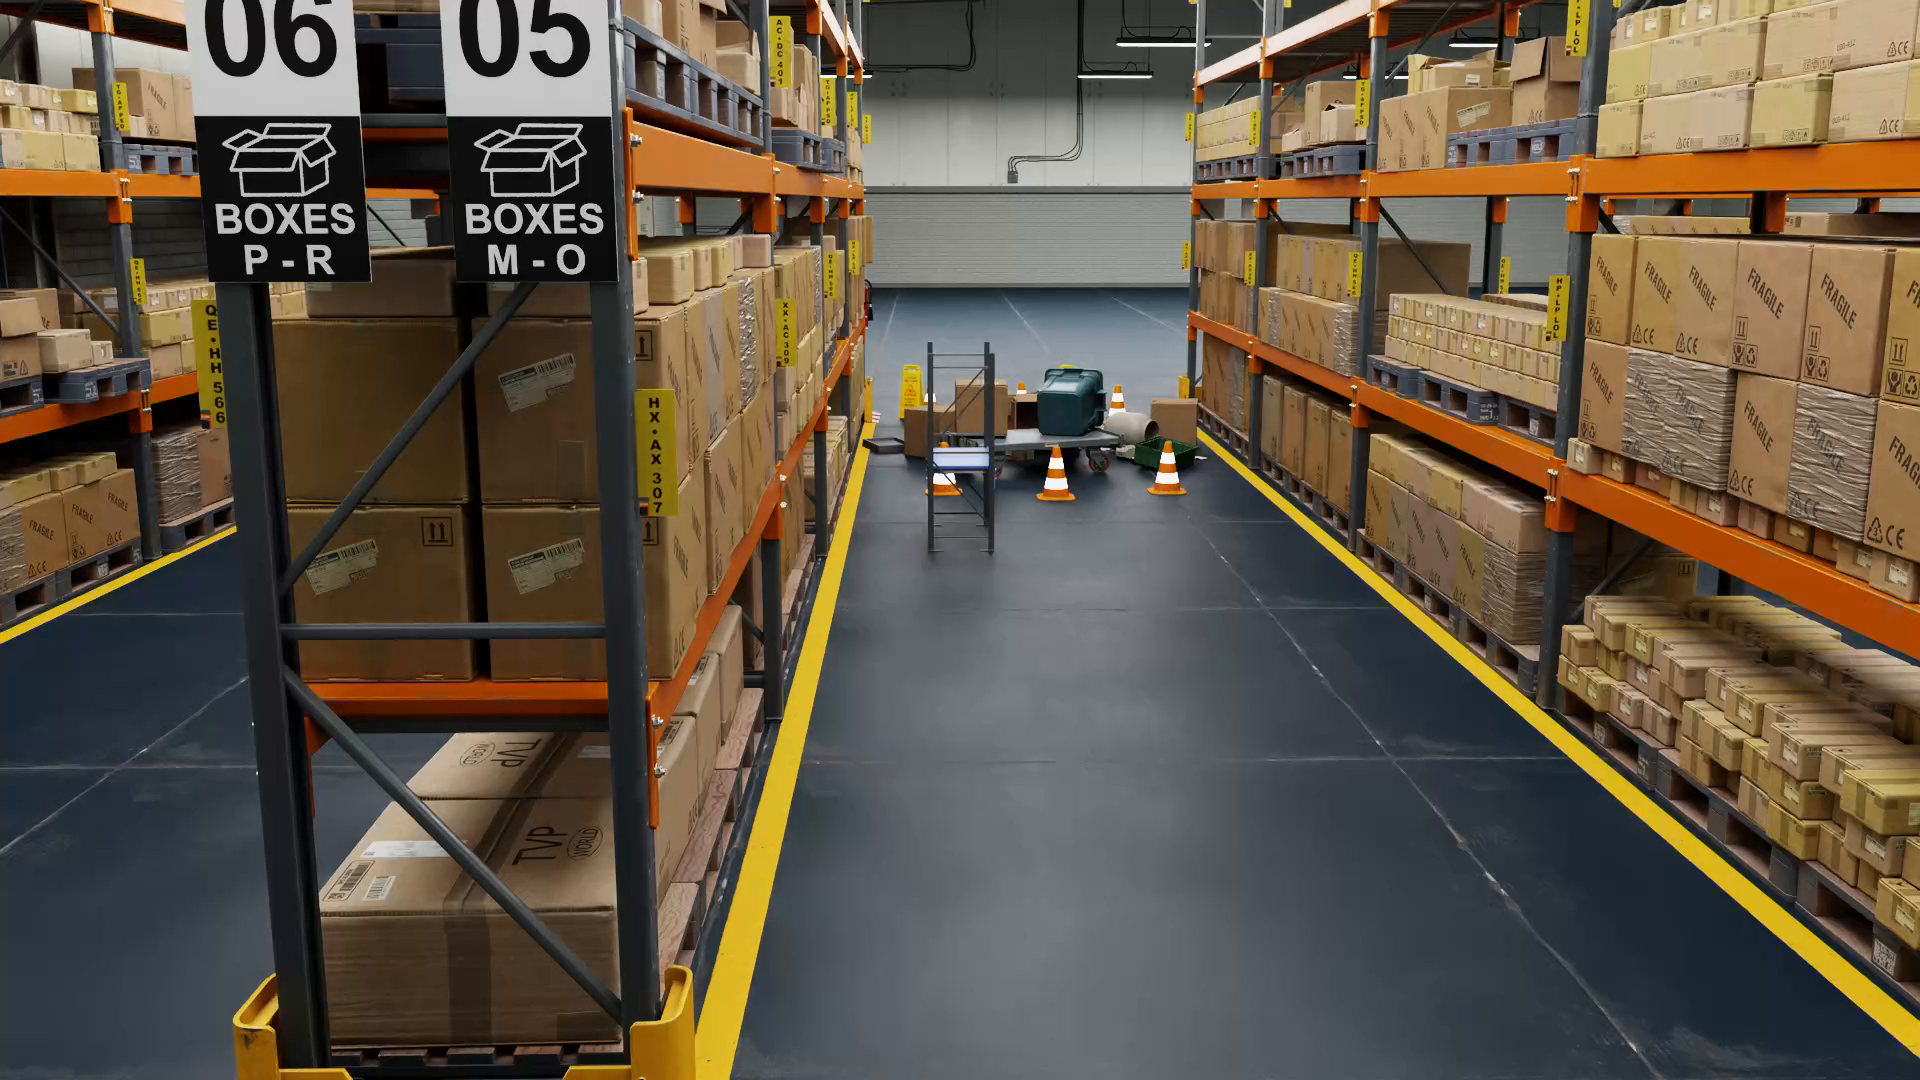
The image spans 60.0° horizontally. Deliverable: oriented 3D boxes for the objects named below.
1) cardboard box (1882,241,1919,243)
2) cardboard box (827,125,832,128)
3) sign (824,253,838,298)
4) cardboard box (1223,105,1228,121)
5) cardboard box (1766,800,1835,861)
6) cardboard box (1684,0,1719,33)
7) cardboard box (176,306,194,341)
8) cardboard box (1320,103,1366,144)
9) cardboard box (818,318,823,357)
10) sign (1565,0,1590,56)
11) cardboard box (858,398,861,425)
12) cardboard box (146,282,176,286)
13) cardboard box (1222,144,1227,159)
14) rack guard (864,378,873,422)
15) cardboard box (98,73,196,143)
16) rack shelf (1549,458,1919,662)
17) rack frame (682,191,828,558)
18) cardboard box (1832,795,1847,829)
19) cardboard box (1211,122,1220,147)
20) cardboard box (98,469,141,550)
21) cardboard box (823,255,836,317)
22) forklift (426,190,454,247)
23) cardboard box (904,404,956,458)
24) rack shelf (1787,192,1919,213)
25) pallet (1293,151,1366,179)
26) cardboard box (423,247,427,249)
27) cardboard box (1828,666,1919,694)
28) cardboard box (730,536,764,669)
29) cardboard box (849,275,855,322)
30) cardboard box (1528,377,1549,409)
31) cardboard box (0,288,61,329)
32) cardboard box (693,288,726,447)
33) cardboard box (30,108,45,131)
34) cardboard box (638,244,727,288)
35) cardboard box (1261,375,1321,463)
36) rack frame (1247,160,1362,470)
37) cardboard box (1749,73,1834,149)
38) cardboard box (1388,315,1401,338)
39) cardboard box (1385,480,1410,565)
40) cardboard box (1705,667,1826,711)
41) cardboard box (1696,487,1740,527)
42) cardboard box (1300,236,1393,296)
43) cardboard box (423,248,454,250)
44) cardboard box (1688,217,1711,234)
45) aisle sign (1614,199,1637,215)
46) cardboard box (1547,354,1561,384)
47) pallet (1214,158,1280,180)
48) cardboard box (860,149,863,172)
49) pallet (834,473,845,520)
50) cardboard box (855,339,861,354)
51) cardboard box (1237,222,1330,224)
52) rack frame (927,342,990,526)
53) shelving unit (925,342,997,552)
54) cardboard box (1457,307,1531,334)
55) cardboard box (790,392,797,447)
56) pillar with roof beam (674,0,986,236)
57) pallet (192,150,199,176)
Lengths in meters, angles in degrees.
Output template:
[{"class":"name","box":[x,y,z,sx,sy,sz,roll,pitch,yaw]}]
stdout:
[{"class":"cardboard box","box":[3.859,-0.877,6.323,0.500,0.500,0.500,-1,11,-3]},{"class":"cardboard box","box":[-1.434,-3.874,15.131,0.500,0.250,0.500,0,11,0]},{"class":"sign","box":[-0.936,-1.917,12.051,0.100,0.325,0.005,0,11,-1]},{"class":"cardboard box","box":[3.016,-4.548,17.706,0.380,0.149,0.250,0,11,0]},{"class":"cardboard box","box":[3.290,1.088,6.267,0.380,0.149,0.250,-1,11,-4]},{"class":"cardboard box","box":[3.297,-2.214,7.002,0.380,0.149,0.250,-1,11,-3]},{"class":"cardboard box","box":[-6.227,-1.686,12.943,0.500,0.250,0.500,0,11,1]},{"class":"cardboard box","box":[3.135,-3.275,13.028,0.500,0.311,0.500,0,11,-1]},{"class":"cardboard box","box":[-1.226,-1.423,11.648,0.500,0.250,0.500,0,11,-1]},{"class":"sign","box":[2.984,-2.505,8.028,0.100,0.325,0.005,0,11,-1]},{"class":"cardboard box","box":[-1.351,-1.428,18.415,0.500,0.250,0.500,-1,11,-3]},{"class":"cardboard box","box":[-6.713,-2.061,13.792,0.380,0.149,0.250,0,11,0]},{"class":"cardboard box","box":[3.014,-4.158,17.791,0.380,0.149,0.250,0,11,-1]},{"class":"rack guard","box":[-1.654,-1.697,20.165,1.175,0.500,0.348,0,11,-1]},{"class":"cardboard box","box":[-6.335,-3.344,12.895,0.700,0.500,0.500,0,11,-2]},{"class":"rack shelf","box":[3.581,0.158,6.544,1.077,0.370,4.000,0,11,-1]},{"class":"rack frame","box":[-1.490,-1.347,12.152,1.000,3.000,0.127,0,11,-1]},{"class":"cardboard box","box":[3.410,0.988,6.011,0.380,0.149,0.250,0,11,-2]},{"class":"cardboard box","box":[3.067,-4.476,18.355,0.500,0.250,0.500,0,11,-2]},{"class":"cardboard box","box":[-6.229,-0.223,11.845,0.500,0.500,0.500,0,11,0]},{"class":"cardboard box","box":[-1.306,-2.146,14.037,0.500,0.500,0.500,-1,11,-3]},{"class":"forklift","box":[-3.632,-1.540,13.279,1.130,2.935,3.031,-3,12,-17]},{"class":"cardboard box","box":[-0.235,-1.136,17.397,0.500,0.500,0.500,9,15,38]},{"class":"rack shelf","box":[8.376,-2.902,14.086,1.077,0.370,4.000,0,11,-1]},{"class":"pallet","box":[3.364,-3.115,13.797,1.003,0.211,1.213,0,11,1]},{"class":"cardboard box","box":[-6.364,-3.309,19.195,0.380,0.149,0.250,0,11,-1]},{"class":"cardboard box","box":[3.907,0.637,6.995,0.380,0.149,0.250,-1,11,-3]},{"class":"cardboard box","box":[-1.501,0.161,9.008,0.875,0.875,0.875,0,11,1]},{"class":"cardboard box","box":[-1.303,-2.425,16.469,0.500,0.500,0.500,0,11,-1]},{"class":"cardboard box","box":[3.327,-0.804,9.055,0.380,0.149,0.250,0,11,-1]},{"class":"cardboard box","box":[-6.599,-1.477,11.489,0.500,0.500,0.500,0,11,2]},{"class":"cardboard box","box":[-1.086,-0.597,5.690,0.500,0.500,0.500,0,11,-2]},{"class":"cardboard box","box":[-6.239,-2.744,10.870,0.380,0.149,0.250,0,11,0]},{"class":"cardboard box","box":[-1.046,-0.993,6.013,0.380,0.149,0.250,-1,11,-3]},{"class":"cardboard box","box":[3.477,-1.162,15.846,1.050,0.750,0.750,0,11,-1]},{"class":"rack frame","box":[3.374,-2.182,16.271,1.000,3.000,0.127,0,11,-1]},{"class":"cardboard box","box":[3.303,-1.588,6.176,0.500,0.250,0.500,0,11,1]},{"class":"cardboard box","box":[3.266,-1.519,11.827,0.380,0.149,0.250,0,11,1]},{"class":"cardboard box","box":[3.230,-0.126,11.367,0.500,0.500,0.500,0,11,0]},{"class":"cardboard box","box":[3.380,0.639,6.984,0.380,0.149,0.250,-1,11,-4]},{"class":"cardboard box","box":[3.294,-0.149,6.883,0.380,0.149,0.250,0,11,1]},{"class":"cardboard box","box":[3.413,-2.420,14.676,0.700,0.500,0.500,0,11,-1]},{"class":"cardboard box","box":[-1.550,-0.888,5.492,0.380,0.149,0.250,0,11,-2]},{"class":"cardboard box","box":[8.029,-3.154,17.548,0.500,0.500,0.500,0,11,-1]},{"class":"aisle sign","box":[7.951,-4.263,19.988,0.394,0.787,0.004,0,11,-1]},{"class":"cardboard box","box":[3.334,-0.899,8.772,0.380,0.149,0.250,0,11,1]},{"class":"pallet","box":[3.345,-4.013,17.975,1.003,0.211,1.213,0,11,-1]},{"class":"cardboard box","box":[-1.376,-4.379,19.182,0.500,0.250,0.500,0,11,-2]},{"class":"pallet","box":[-1.527,-0.377,14.387,1.003,0.211,1.213,0,11,-1]},{"class":"cardboard box","box":[-1.298,-2.147,18.441,0.380,0.149,0.250,0,11,1]},{"class":"cardboard box","box":[3.399,-3.075,17.579,0.875,0.550,0.550,0,11,-1]},{"class":"rack frame","box":[-0.012,-0.853,13.492,0.500,1.500,0.032,0,11,-1]},{"class":"shelving unit","box":[-0.002,-0.752,12.994,0.538,1.500,1.048,0,11,-1]},{"class":"cardboard box","box":[3.303,-1.358,10.286,0.380,0.149,0.250,0,11,-2]},{"class":"cardboard box","box":[-1.165,-0.669,9.191,0.500,0.250,0.500,-1,11,-3]},{"class":"pillar with roof beam","box":[-3.821,-11.695,48.071,9.100,9.000,0.548,0,11,-1]},{"class":"pallet","box":[-6.582,-3.060,13.527,1.003,0.211,1.213,0,11,1]}]
